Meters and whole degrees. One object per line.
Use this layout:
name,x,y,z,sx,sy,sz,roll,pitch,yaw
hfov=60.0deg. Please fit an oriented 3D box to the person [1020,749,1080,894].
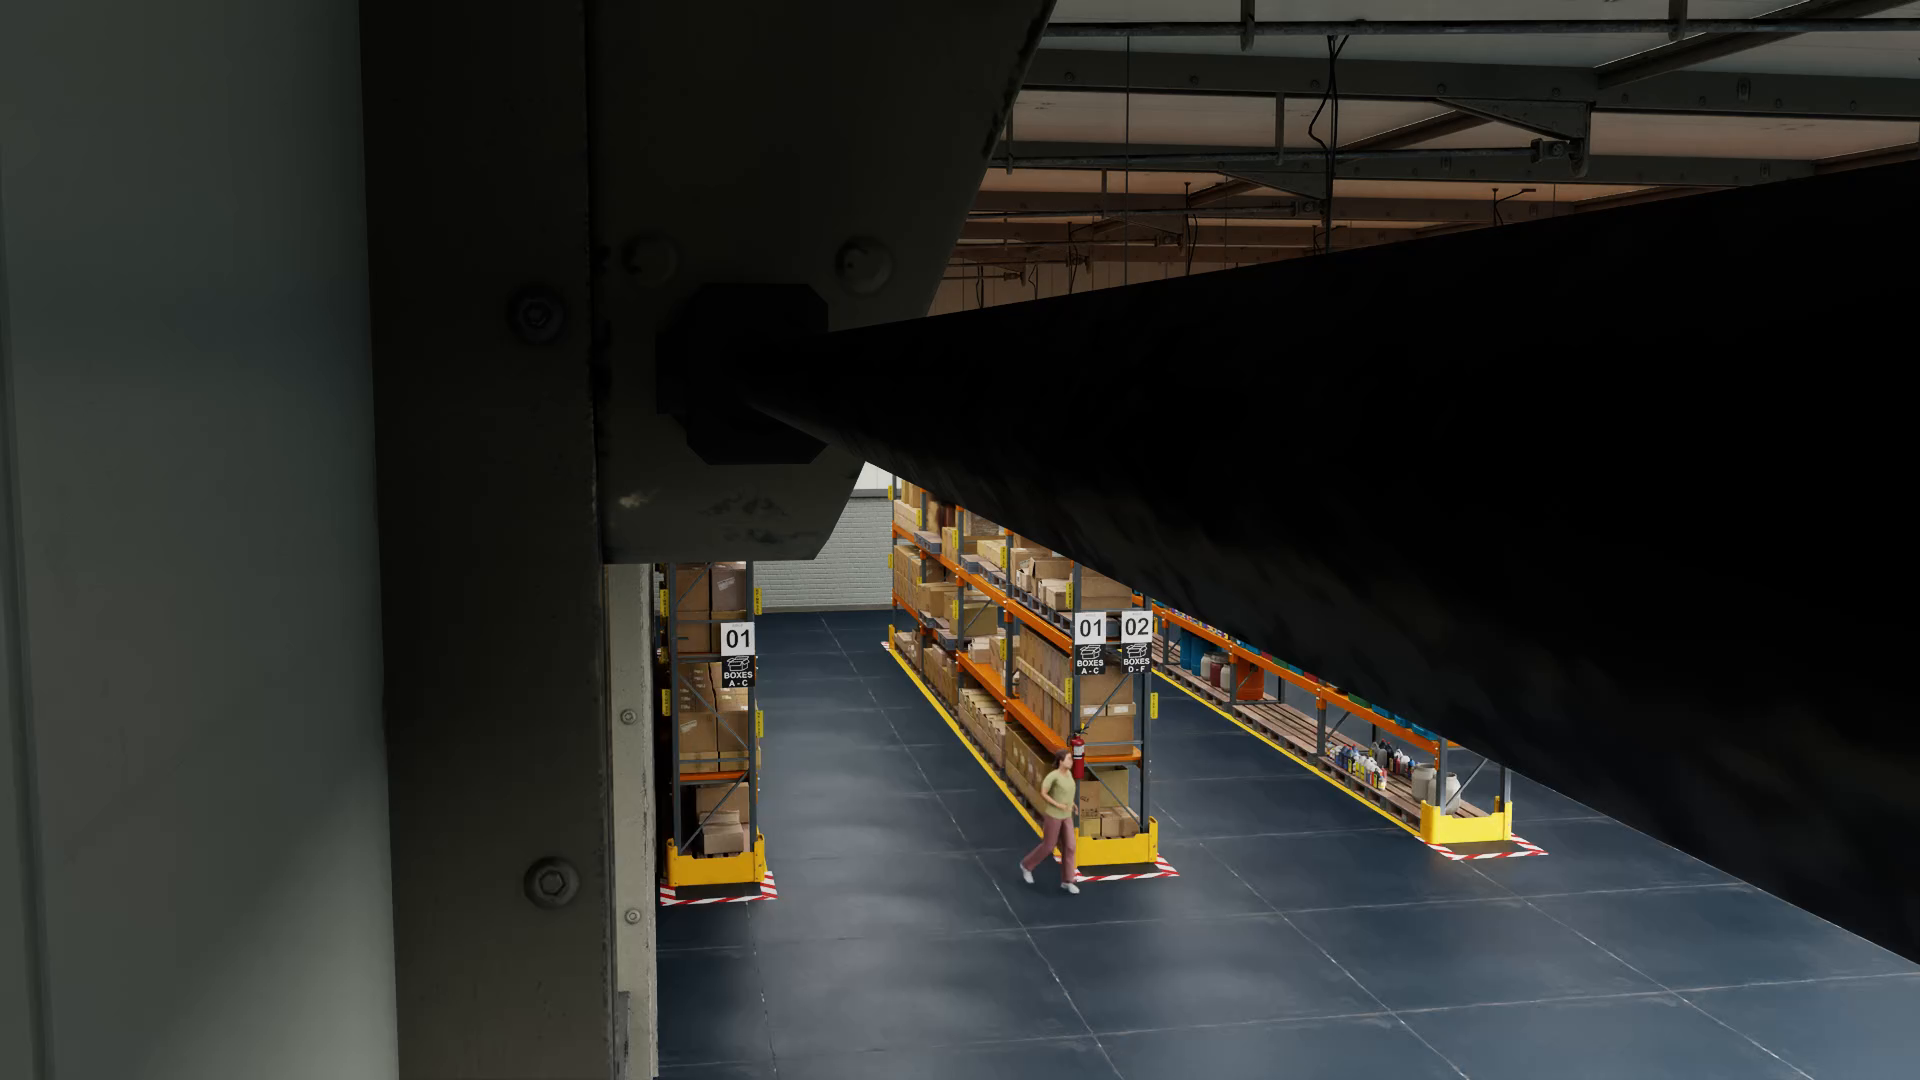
person,1.214,3.333,20.024,0.883,1.652,0.638,6,8,43
